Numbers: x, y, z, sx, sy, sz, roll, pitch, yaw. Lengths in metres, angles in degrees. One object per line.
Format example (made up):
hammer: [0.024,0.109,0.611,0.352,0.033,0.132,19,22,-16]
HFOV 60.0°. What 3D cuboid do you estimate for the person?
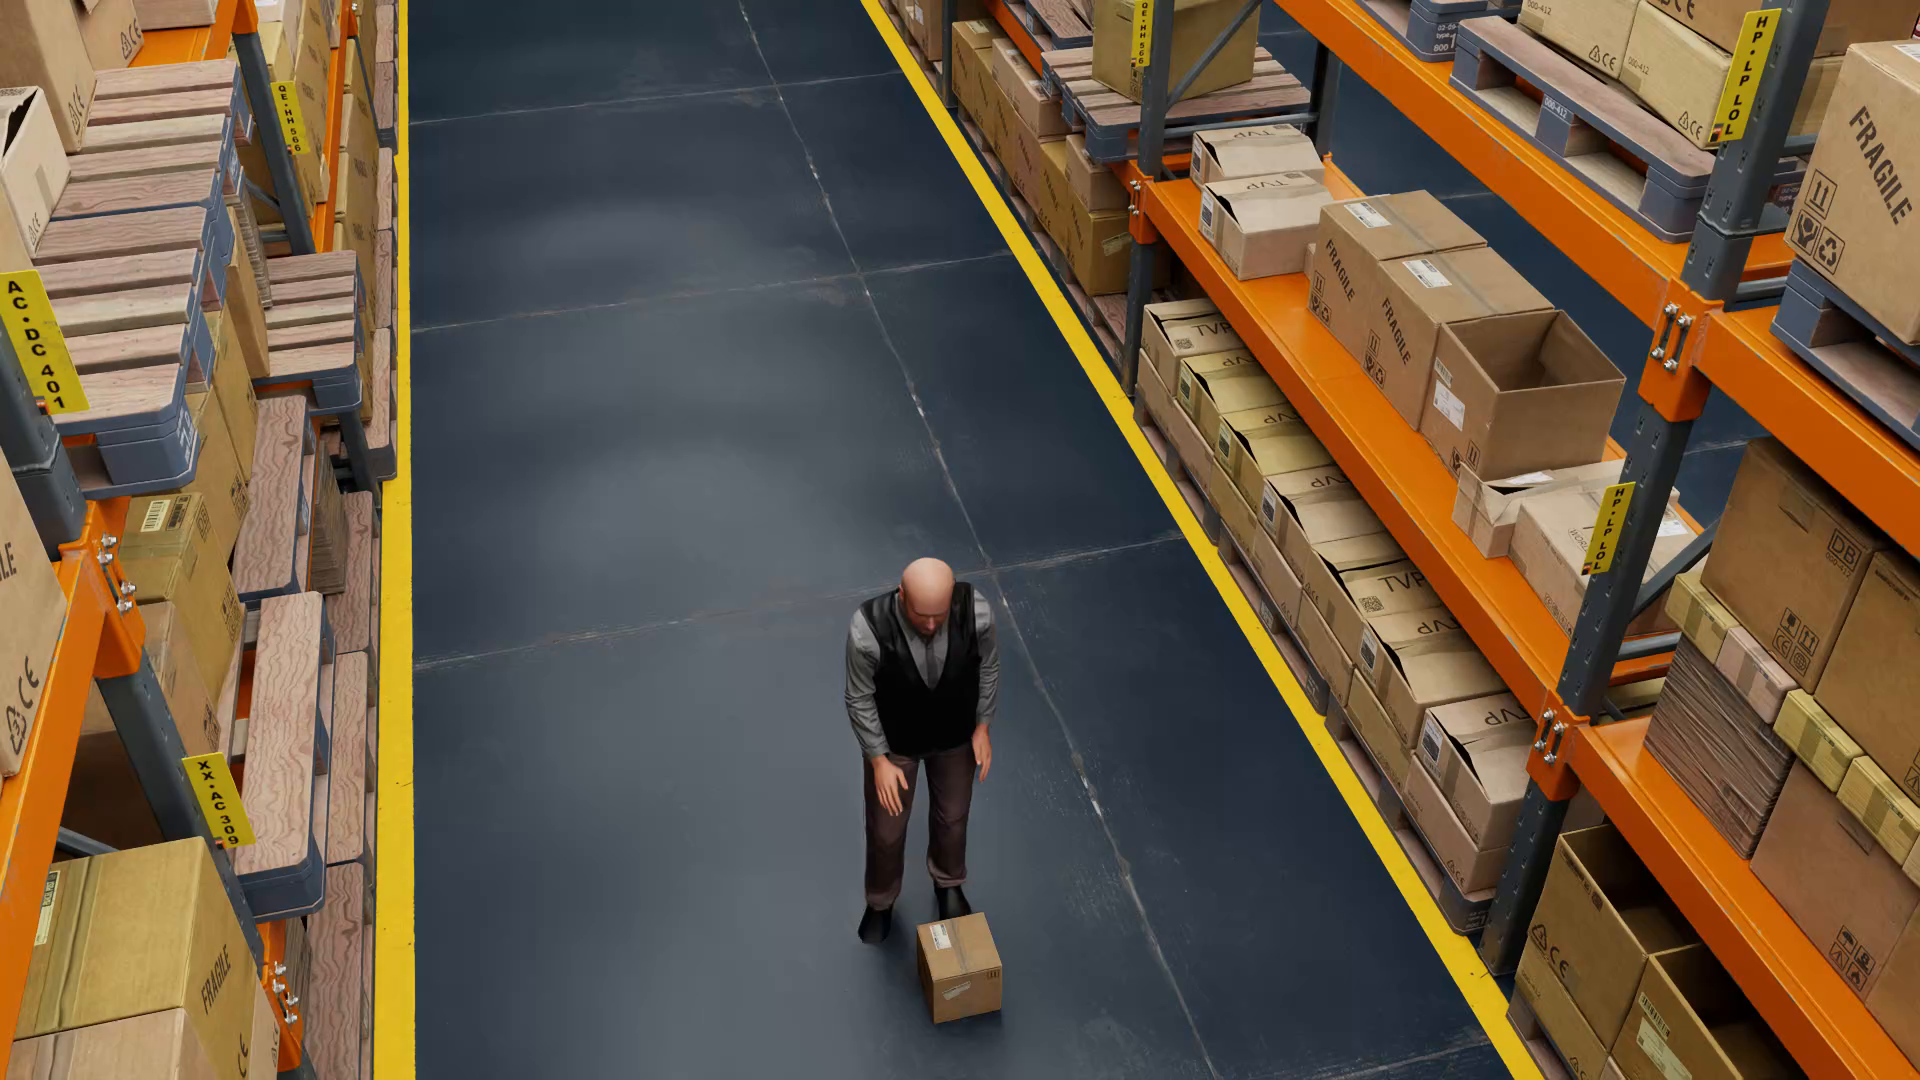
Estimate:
person: [-0.126,0.748,5.814,0.569,1.782,0.526,-10,39,-12]
